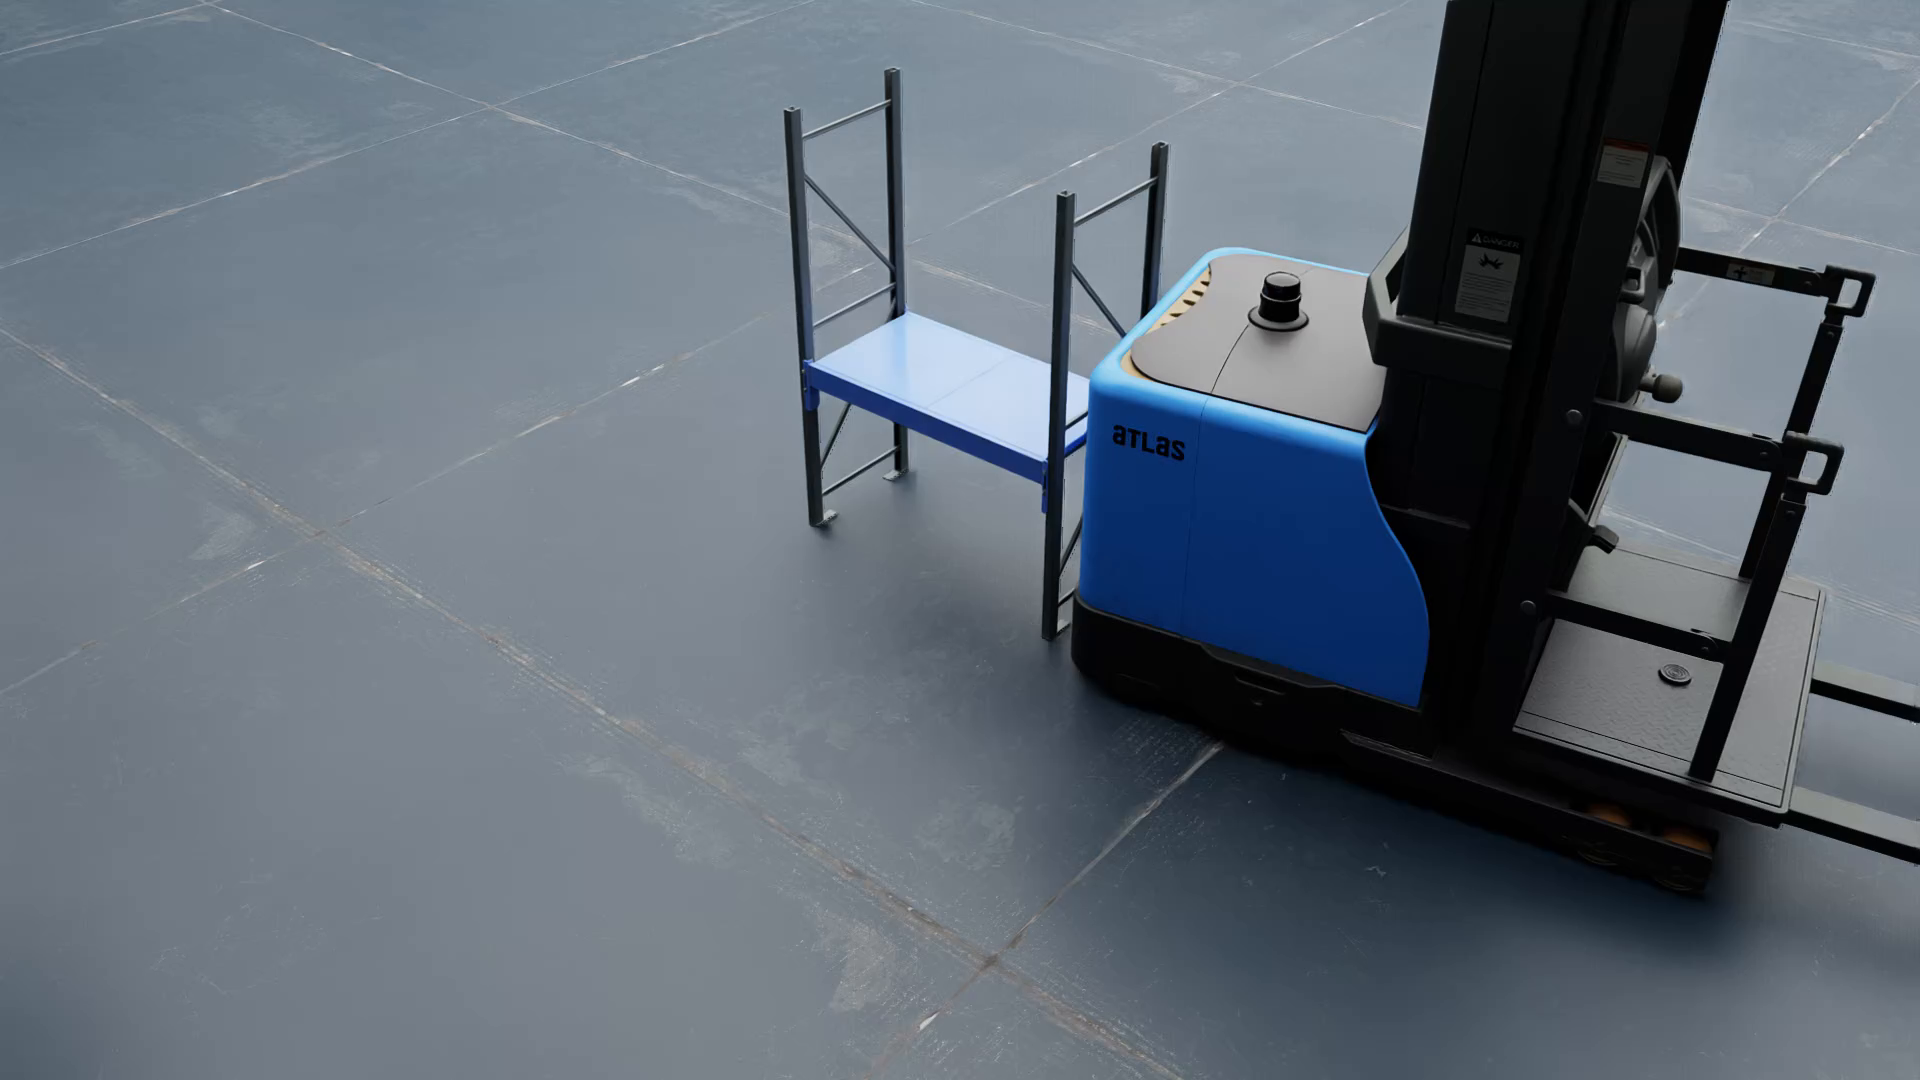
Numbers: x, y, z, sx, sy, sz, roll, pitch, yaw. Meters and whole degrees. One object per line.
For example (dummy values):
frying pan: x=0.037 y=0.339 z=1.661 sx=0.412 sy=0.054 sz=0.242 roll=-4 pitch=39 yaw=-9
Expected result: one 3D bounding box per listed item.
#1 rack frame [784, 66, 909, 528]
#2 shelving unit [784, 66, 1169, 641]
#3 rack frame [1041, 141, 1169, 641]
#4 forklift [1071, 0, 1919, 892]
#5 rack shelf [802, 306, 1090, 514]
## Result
rack frame: x=-0.359 y=-0.776 z=5.555 sx=0.032 sy=1.500 sz=0.500 roll=25 pitch=42 yaw=31
shelving unit: x=0.035 y=-0.594 z=5.290 sx=1.048 sy=1.500 sz=0.538 roll=25 pitch=42 yaw=31
rack frame: x=0.428 y=-0.412 z=5.025 sx=0.032 sy=1.500 sz=0.500 roll=25 pitch=42 yaw=31
forklift: x=1.886 y=-0.627 z=4.075 sx=3.031 sy=2.935 sz=1.130 roll=17 pitch=38 yaw=23
rack shelf: x=0.035 y=-0.445 z=5.391 sx=1.000 sy=0.185 sz=0.538 roll=25 pitch=42 yaw=31
